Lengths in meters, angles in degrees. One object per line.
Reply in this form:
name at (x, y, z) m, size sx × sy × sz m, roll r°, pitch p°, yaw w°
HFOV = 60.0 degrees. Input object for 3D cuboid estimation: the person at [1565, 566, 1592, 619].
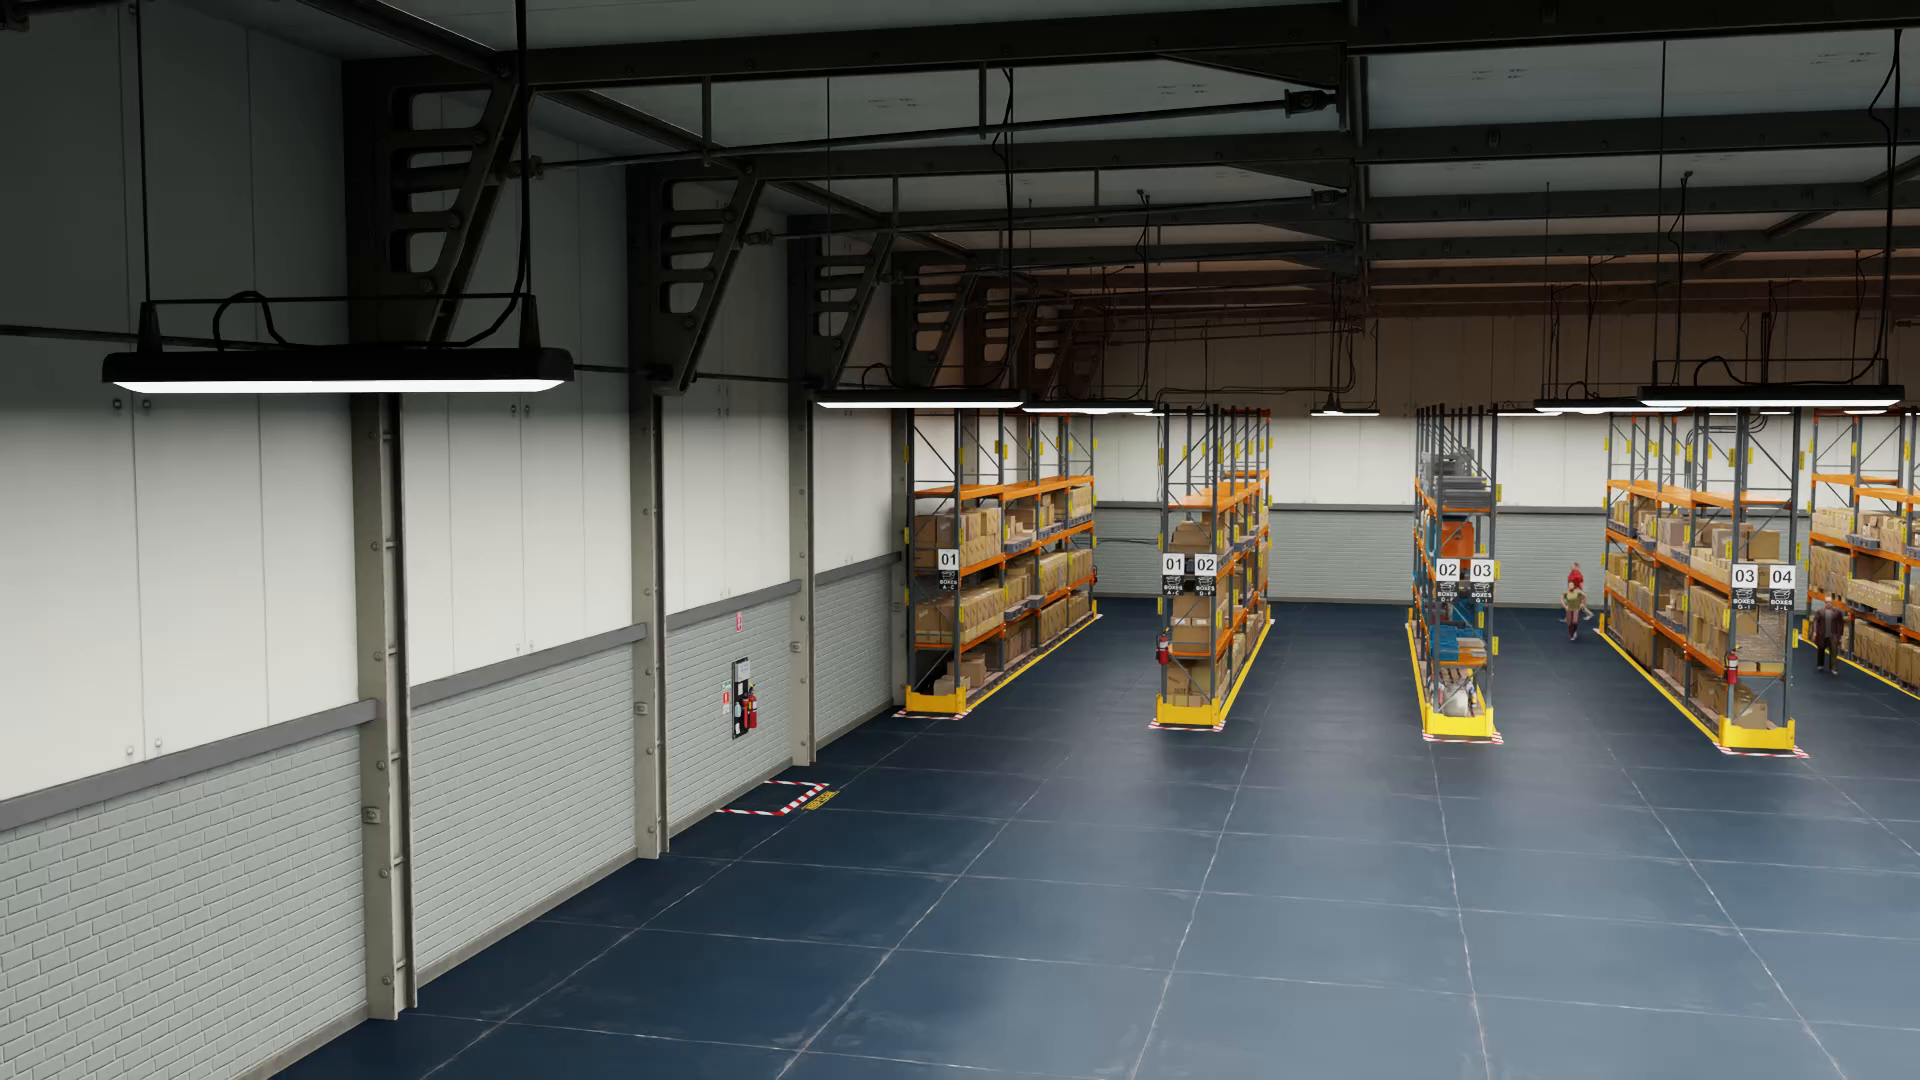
person at (17.376, 1.482, 46.676) m, size 0.774 × 1.532 × 0.524 m, roll 1°, pitch 4°, yaw 7°

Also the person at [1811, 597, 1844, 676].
person at (19.423, 2.128, 37.214) m, size 0.679 × 1.713 × 1.141 m, roll 1°, pitch 4°, yaw 17°

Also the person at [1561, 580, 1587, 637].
person at (15.838, 1.787, 42.906) m, size 0.624 × 1.523 × 0.665 m, roll 2°, pitch 5°, yaw 25°
